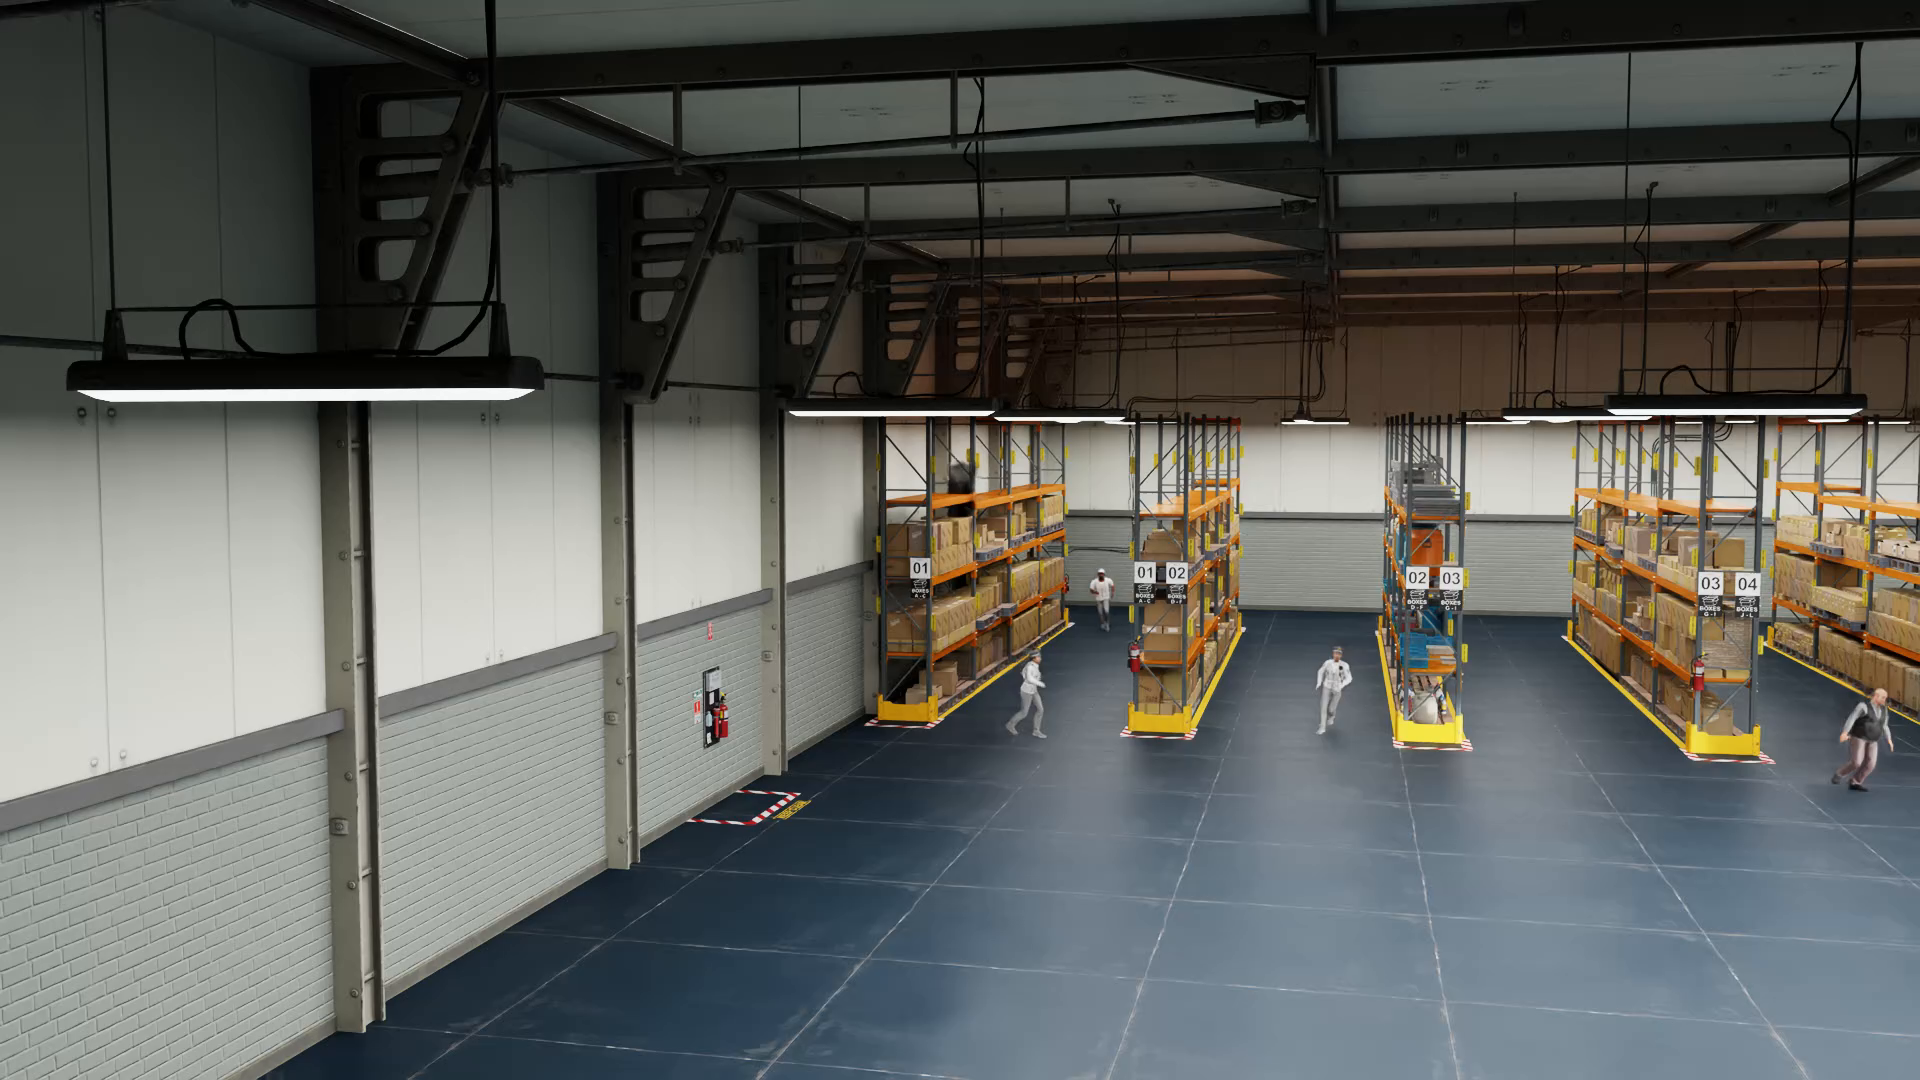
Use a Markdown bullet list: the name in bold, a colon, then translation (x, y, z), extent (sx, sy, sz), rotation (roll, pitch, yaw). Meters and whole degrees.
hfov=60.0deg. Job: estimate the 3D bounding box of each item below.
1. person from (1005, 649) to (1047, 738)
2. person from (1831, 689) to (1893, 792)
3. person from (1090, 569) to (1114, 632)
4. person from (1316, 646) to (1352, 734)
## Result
- **person**: translation (1.209, 2.818, 30.611), extent (0.821, 1.646, 0.577), rotation (1, 4, 20)
- **person**: translation (14.171, 3.124, 26.102), extent (0.775, 1.644, 0.619), rotation (-1, 4, -13)
- **person**: translation (3.999, 1.694, 46.771), extent (0.690, 1.785, 0.668), rotation (0, 4, 4)
- **person**: translation (7.016, 2.797, 31.187), extent (0.651, 1.642, 0.733), rotation (2, 4, 21)
